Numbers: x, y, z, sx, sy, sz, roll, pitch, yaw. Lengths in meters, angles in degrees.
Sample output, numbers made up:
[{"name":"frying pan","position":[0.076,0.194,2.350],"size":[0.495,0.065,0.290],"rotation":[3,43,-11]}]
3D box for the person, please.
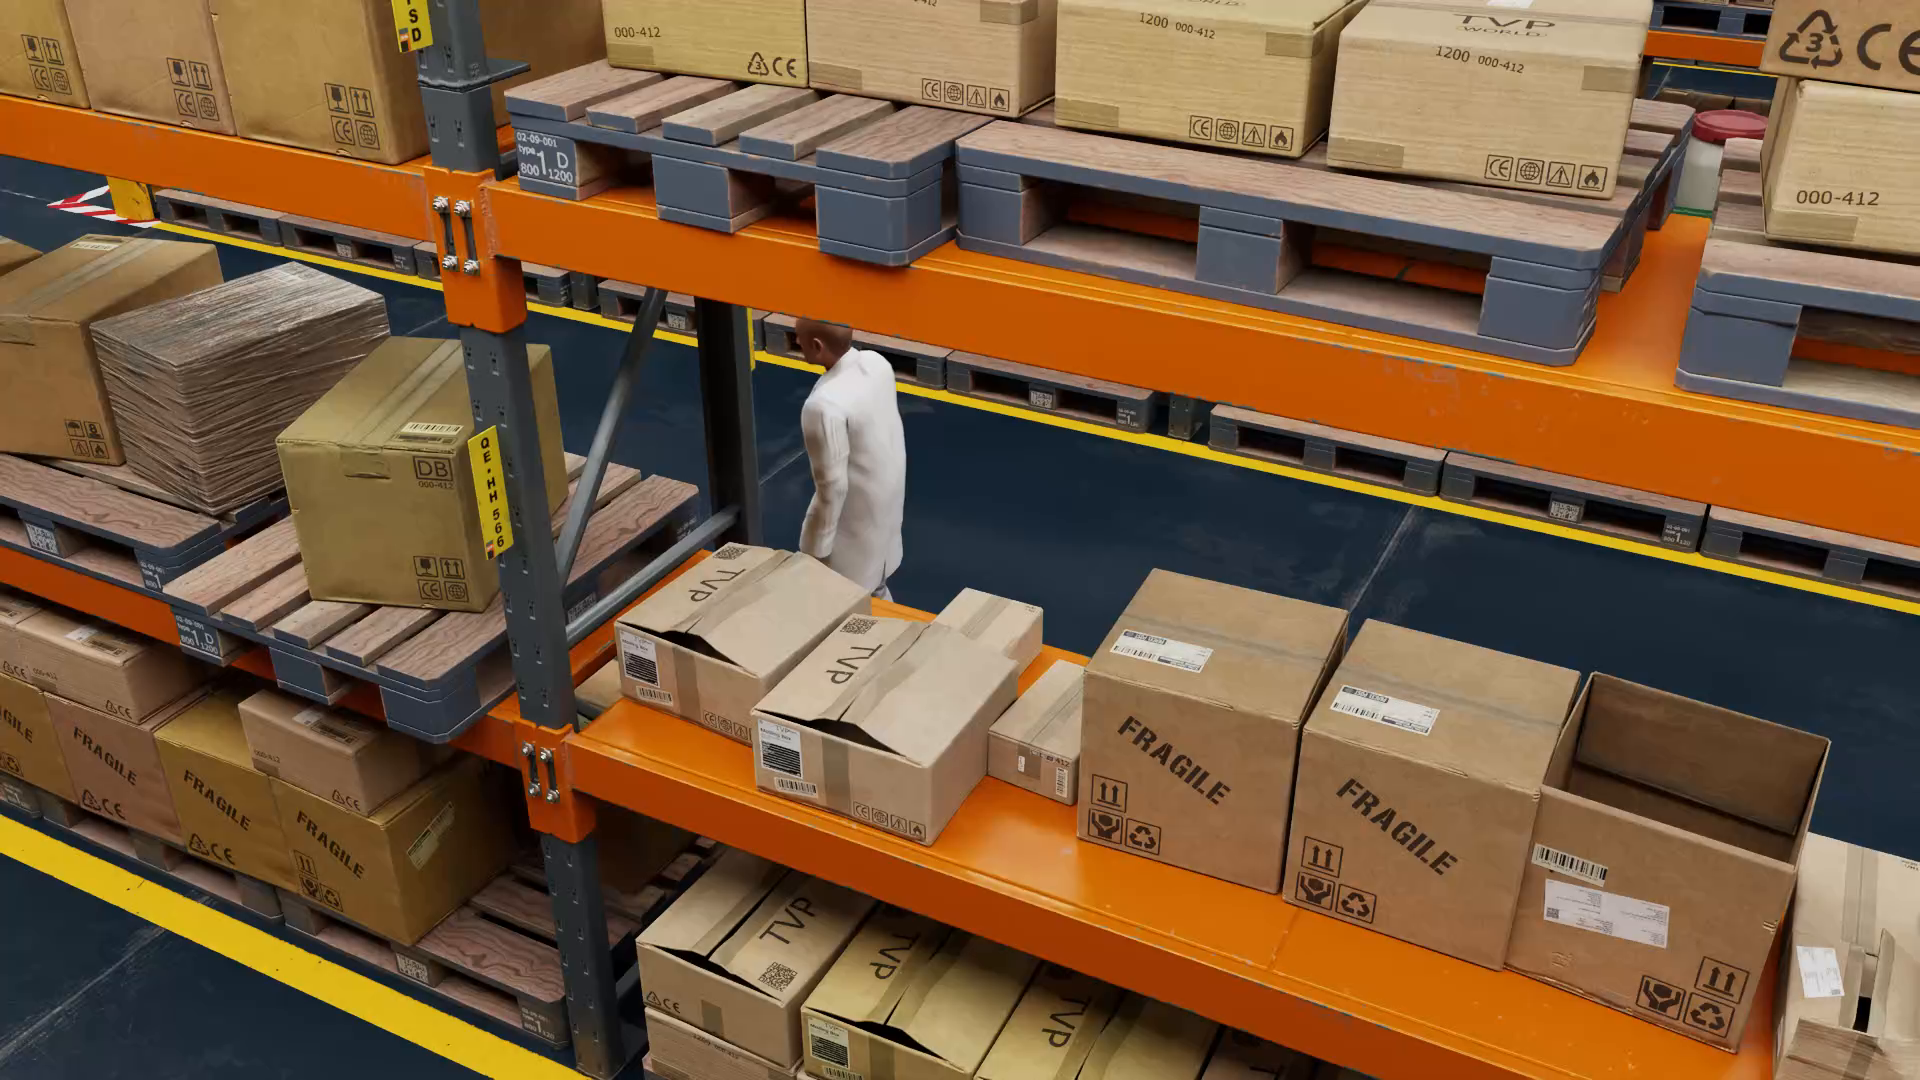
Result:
[{"name":"person","position":[-0.427,-0.077,6.280],"size":[0.433,1.773,0.649],"rotation":[12,32,20]}]
